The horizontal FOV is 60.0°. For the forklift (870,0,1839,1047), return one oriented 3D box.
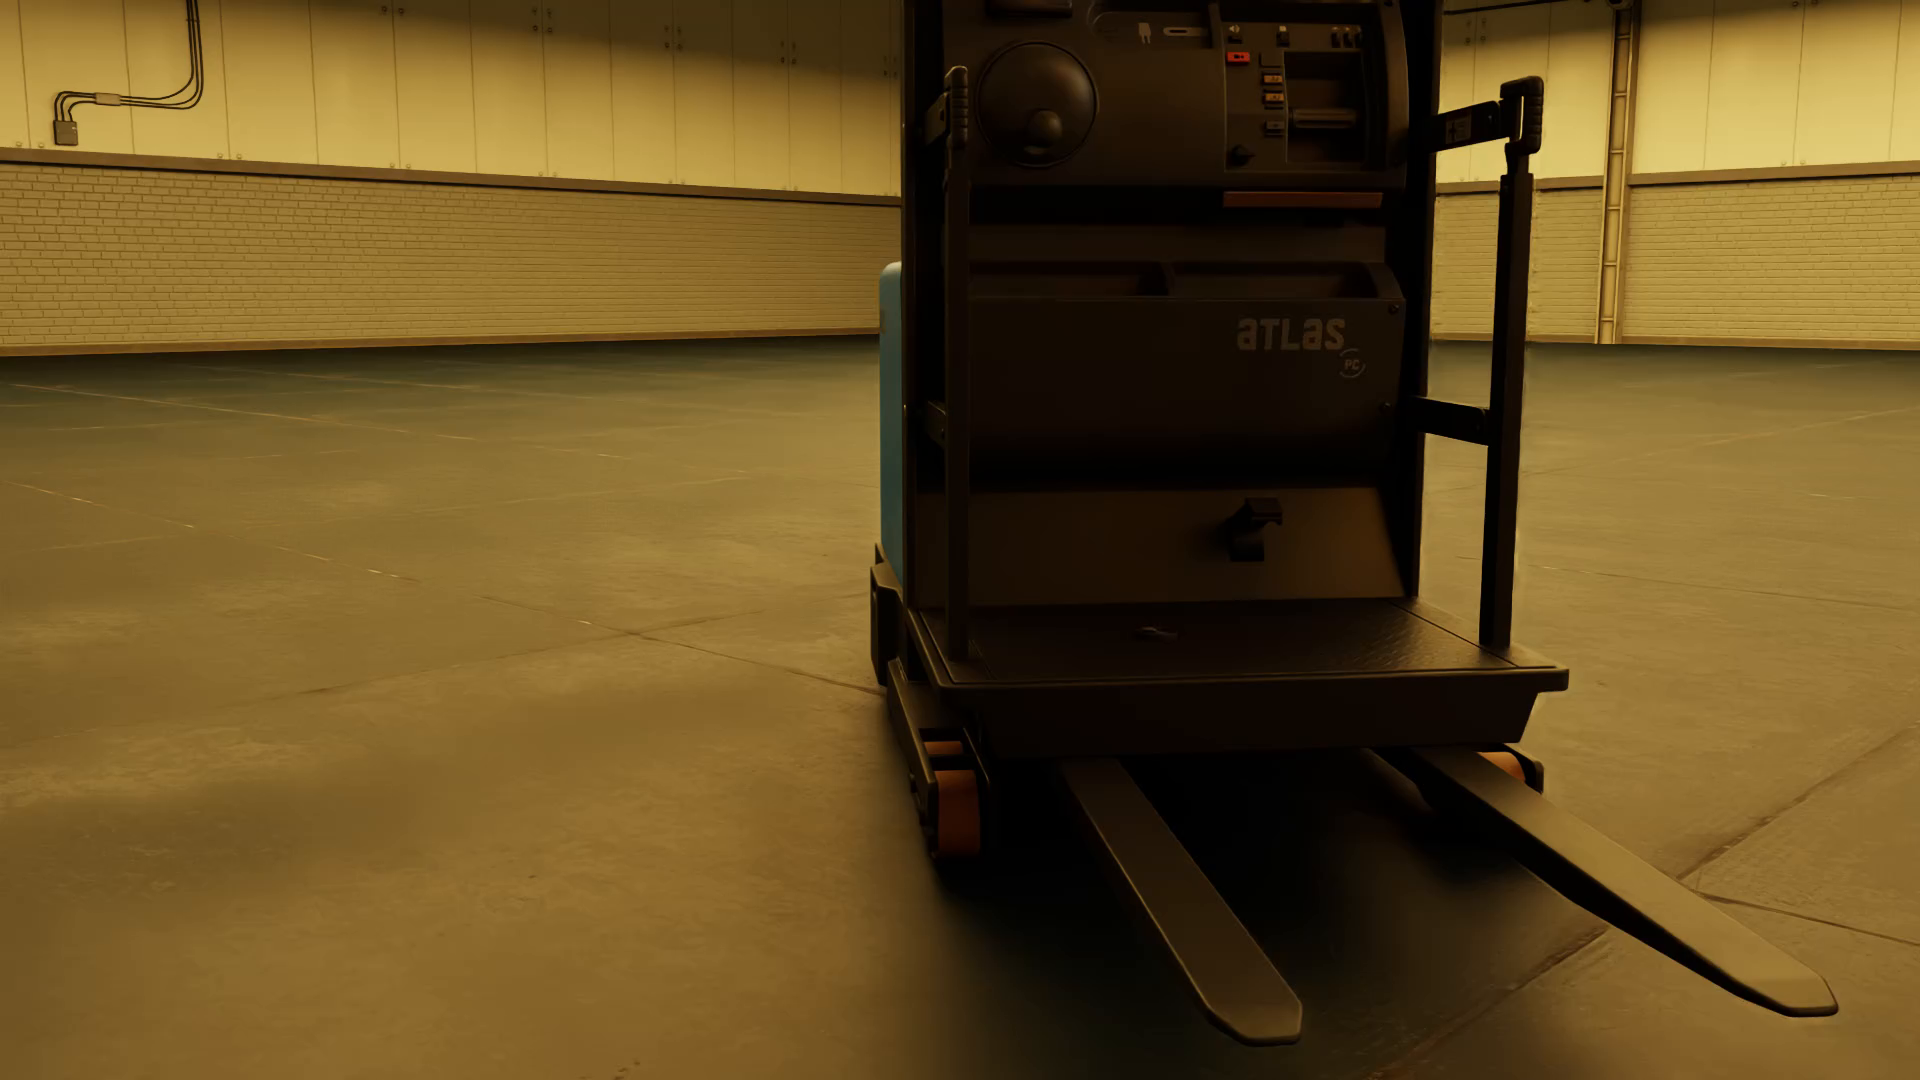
[{"bbox_3d":[0.454,-0.934,3.078,1.130,2.935,3.031,-1,9,-7],"label":"forklift"}]
